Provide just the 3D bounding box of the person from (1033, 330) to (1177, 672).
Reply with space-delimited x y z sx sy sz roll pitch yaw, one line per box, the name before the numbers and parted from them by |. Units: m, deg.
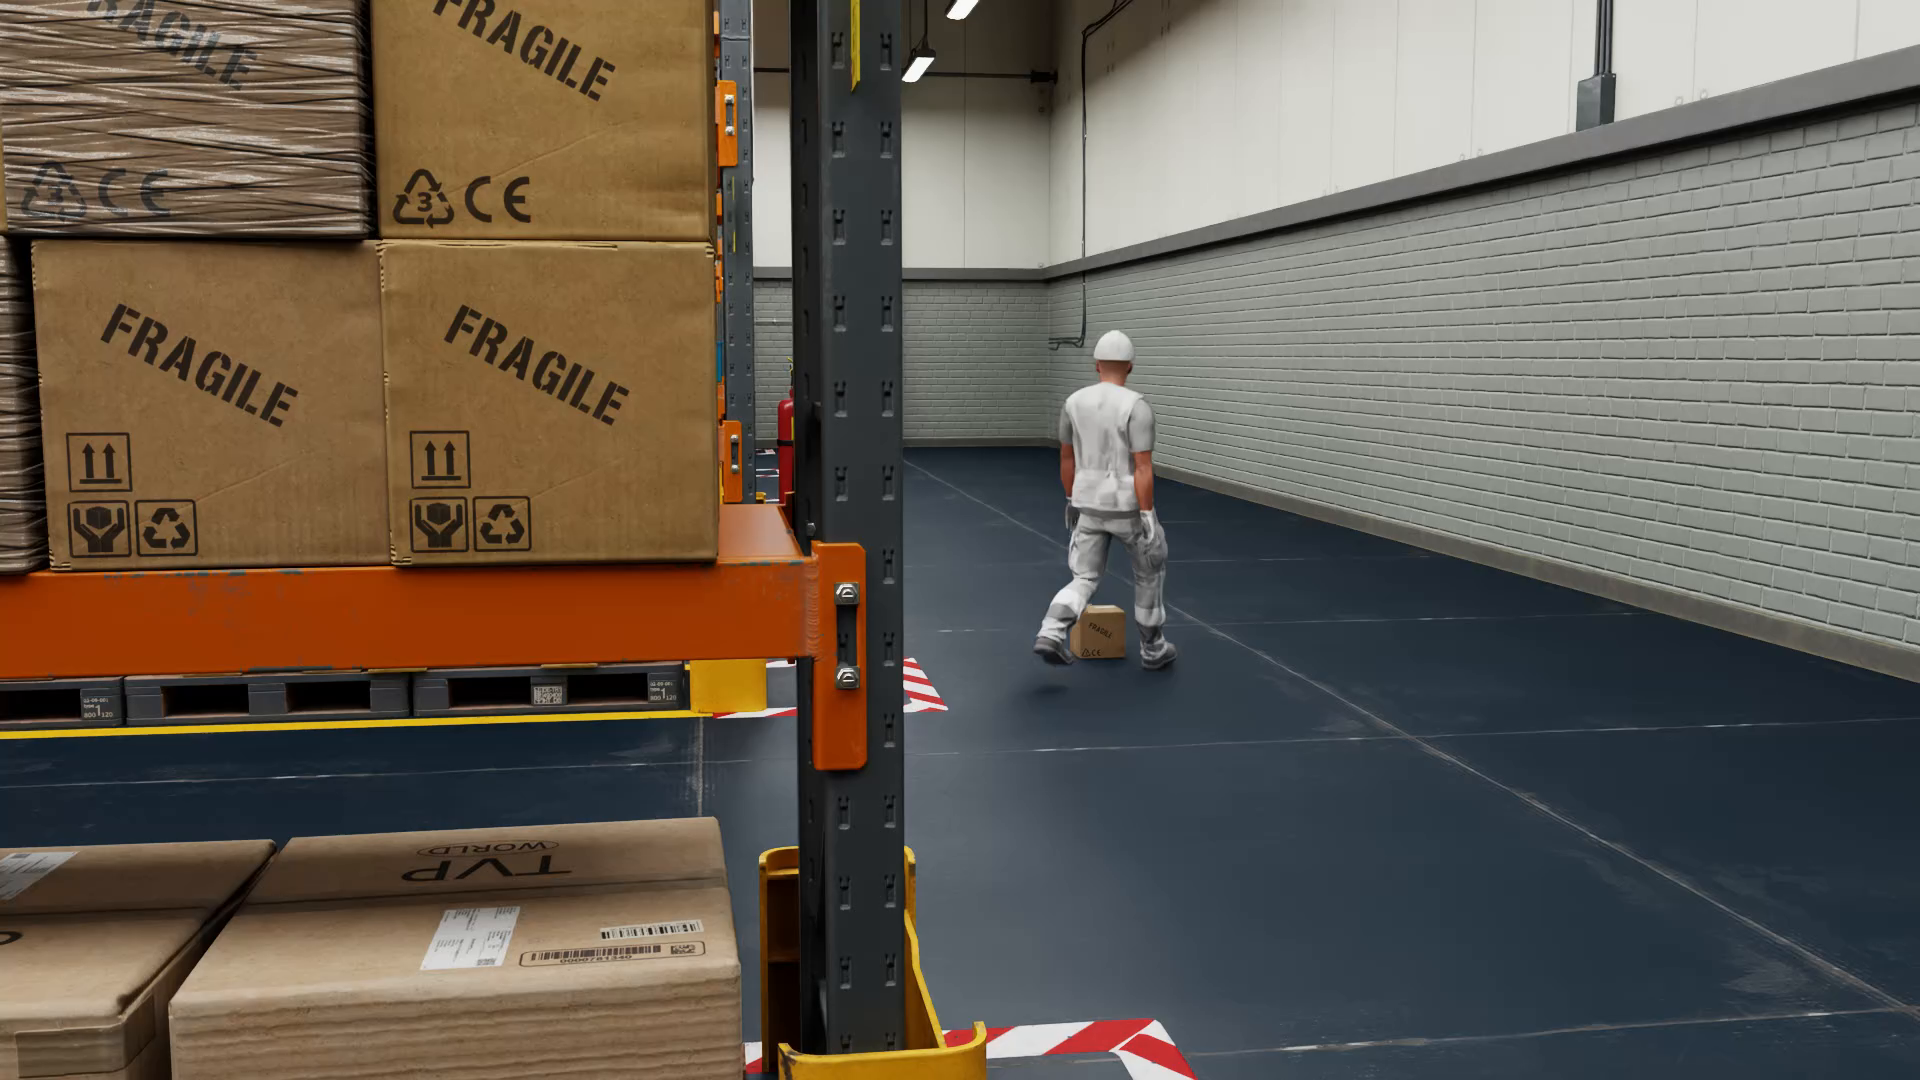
person | 0.781 -0.173 8.325 0.575 1.737 1.005 4 8 33
